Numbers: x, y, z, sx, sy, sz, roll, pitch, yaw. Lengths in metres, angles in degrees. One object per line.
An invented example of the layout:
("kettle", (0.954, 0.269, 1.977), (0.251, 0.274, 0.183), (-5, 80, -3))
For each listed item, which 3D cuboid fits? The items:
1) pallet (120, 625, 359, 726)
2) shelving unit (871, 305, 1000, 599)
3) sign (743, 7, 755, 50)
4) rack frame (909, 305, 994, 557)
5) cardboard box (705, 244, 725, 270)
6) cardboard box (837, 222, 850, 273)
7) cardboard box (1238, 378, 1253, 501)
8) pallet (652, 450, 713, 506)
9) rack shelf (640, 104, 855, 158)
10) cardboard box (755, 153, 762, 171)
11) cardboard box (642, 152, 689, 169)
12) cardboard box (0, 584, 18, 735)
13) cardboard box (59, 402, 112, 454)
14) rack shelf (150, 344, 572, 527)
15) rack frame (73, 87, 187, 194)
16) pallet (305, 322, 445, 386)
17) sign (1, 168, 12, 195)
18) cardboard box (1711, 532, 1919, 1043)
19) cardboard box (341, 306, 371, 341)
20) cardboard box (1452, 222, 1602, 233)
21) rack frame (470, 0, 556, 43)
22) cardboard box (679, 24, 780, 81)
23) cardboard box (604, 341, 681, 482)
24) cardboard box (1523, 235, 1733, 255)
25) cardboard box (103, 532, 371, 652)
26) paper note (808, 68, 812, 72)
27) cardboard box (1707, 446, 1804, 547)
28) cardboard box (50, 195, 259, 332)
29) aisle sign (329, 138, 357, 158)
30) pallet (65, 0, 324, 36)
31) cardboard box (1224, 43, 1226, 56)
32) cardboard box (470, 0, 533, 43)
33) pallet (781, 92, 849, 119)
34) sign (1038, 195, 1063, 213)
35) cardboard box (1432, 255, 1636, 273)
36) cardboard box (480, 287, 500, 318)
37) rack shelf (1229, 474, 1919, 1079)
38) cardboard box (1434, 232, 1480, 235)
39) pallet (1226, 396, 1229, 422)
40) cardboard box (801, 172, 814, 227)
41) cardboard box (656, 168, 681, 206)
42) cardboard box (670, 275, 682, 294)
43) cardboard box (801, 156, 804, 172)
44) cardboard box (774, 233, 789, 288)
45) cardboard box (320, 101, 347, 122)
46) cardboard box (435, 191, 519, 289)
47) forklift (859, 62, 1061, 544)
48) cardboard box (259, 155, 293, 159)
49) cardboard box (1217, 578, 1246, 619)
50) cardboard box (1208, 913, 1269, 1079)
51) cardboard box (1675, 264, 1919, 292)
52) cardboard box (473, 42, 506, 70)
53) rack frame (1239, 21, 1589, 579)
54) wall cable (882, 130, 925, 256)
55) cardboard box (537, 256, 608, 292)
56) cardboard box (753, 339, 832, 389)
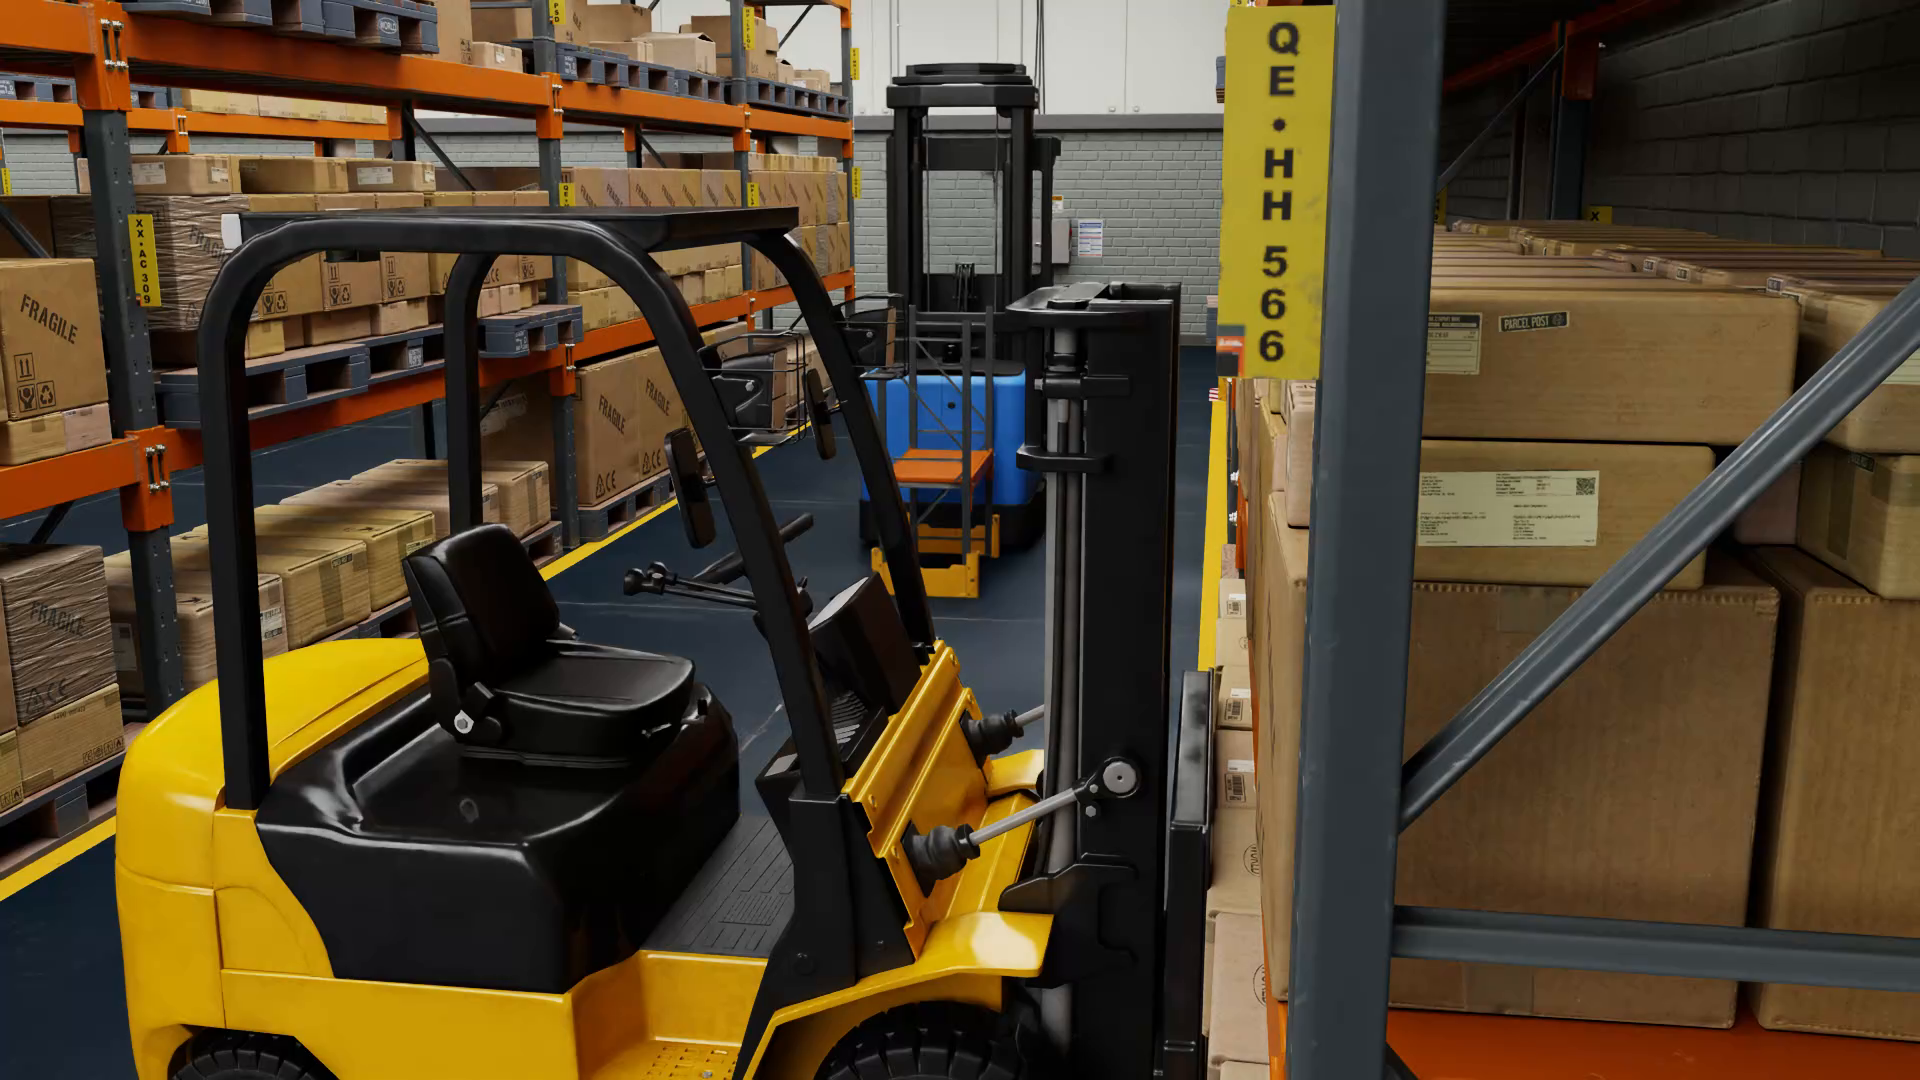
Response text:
("pallet", (-3.354, 0.604, 7.189), (1.003, 0.211, 1.213), (2, 12, 9))
("shelving unit", (-0.121, -0.535, 9.418), (0.587, 1.500, 1.083), (2, 12, 8))
("sign", (-1.704, -4.120, 13.394), (0.100, 0.325, 0.005), (2, 12, 9))
("rack frame", (-0.053, -0.640, 9.901), (0.500, 1.500, 0.032), (2, 12, 8))
("cardboard box", (-2.139, -2.229, 12.887), (0.500, 0.250, 0.500), (2, 12, 10))
("cardboard box", (-1.439, -3.035, 17.218), (0.500, 0.500, 0.500), (2, 12, 9))
("cardboard box", (1.107, -0.402, 5.000), (0.500, 0.500, 0.500), (2, 12, 7))
("pallet", (-2.471, -0.481, 12.225), (1.003, 0.211, 1.213), (2, 12, 9))
("rack shelf", (-1.934, -3.793, 15.562), (1.077, 0.370, 4.000), (2, 12, 9))
("cardboard box", (-1.913, -3.228, 14.202), (0.380, 0.149, 0.250), (2, 12, 9))
("cardboard box", (-2.509, -3.191, 14.031), (0.380, 0.149, 0.250), (2, 12, 7))
("cardboard box", (-3.374, 0.413, 5.206), (0.500, 0.500, 0.500), (2, 12, 10))
("cardboard box", (-3.220, -0.397, 5.813), (0.380, 0.149, 0.250), (2, 12, 8))
("rack shelf", (-3.164, -0.661, 8.150), (1.077, 0.370, 4.000), (2, 12, 9))
("rack frame", (-7.148, -2.402, 14.517), (1.000, 3.000, 0.127), (2, 12, 9))
("pallet", (-3.121, -0.922, 8.108), (1.003, 0.211, 1.213), (2, 12, 9))
("sign", (-10.885, -4.077, 18.982), (0.100, 0.325, 0.005), (2, 12, 9))
("cardboard box", (1.169, 0.253, 1.963), (0.500, 0.500, 0.500), (2, 12, 10))
("cardboard box", (-2.939, -1.001, 7.617), (0.380, 0.149, 0.250), (2, 12, 9))
("cardboard box", (1.603, -0.821, 4.700), (0.380, 0.149, 0.250), (2, 12, 7))
("rack frame", (-2.857, -4.362, 9.374), (1.000, 3.000, 0.127), (2, 12, 9))
("cardboard box", (-2.066, -4.315, 14.796), (0.797, 0.503, 0.637), (3, 12, 13))
("cardboard box", (-2.527, -0.923, 11.702), (0.875, 0.875, 0.875), (2, 12, 9))
("cardboard box", (1.384, -0.555, 3.464), (0.380, 0.149, 0.250), (2, 12, 10))
("cardboard box", (-3.287, 0.223, 7.577), (0.950, 0.372, 0.625), (3, 12, 12))
("paper note", (-1.374, -4.312, 15.257), (0.006, 0.032, 0.123), (2, 12, 9))
("cardboard box", (1.102, -0.086, 1.994), (0.380, 0.149, 0.250), (2, 12, 9))
("cardboard box", (-3.117, -1.085, 6.466), (0.500, 0.500, 0.500), (2, 12, 10))
("aisle sign", (-6.818, -4.530, 18.222), (0.394, 0.787, 0.004), (2, 12, 9))
("pallet", (-3.272, -2.096, 6.427), (1.213, 0.211, 1.003), (2, 12, 9))
("cardboard box", (2.150, -3.598, 12.310), (0.380, 0.149, 0.250), (2, 12, 9))
("cardboard box", (-2.948, -3.235, 10.022), (0.797, 0.503, 0.637), (1, 12, 5))
("pallet", (-1.730, -4.363, 16.709), (1.003, 0.211, 1.213), (2, 12, 9))
("sign", (1.248, -4.620, 22.849), (0.339, 0.242, 0.001), (2, 12, 9))
("cardboard box", (0.797, -0.354, 2.533), (0.380, 0.149, 0.250), (2, 12, 9))
("cardboard box", (-2.686, -1.272, 8.875), (0.380, 0.149, 0.250), (1, 12, 6))
("rack shelf", (1.126, 0.331, 3.544), (1.077, 0.370, 4.000), (2, 12, 9))
("cardboard box", (0.971, -0.621, 3.770), (0.380, 0.149, 0.250), (2, 12, 8))
("pallet", (2.955, -1.136, 15.266), (1.003, 0.211, 1.213), (2, 12, 9))
("cardboard box", (-1.675, -3.207, 15.645), (0.500, 0.500, 0.500), (2, 12, 8))
("cardboard box", (-2.297, -2.378, 11.795), (0.500, 0.500, 0.500), (2, 12, 10))
("cardboard box", (-2.313, -1.769, 11.939), (0.500, 0.250, 0.500), (2, 12, 9))
("cardboard box", (-1.685, -3.547, 15.681), (0.380, 0.149, 0.250), (2, 12, 10))
("cardboard box", (-1.829, -2.505, 14.759), (0.500, 0.500, 0.500), (2, 12, 9))
("cardboard box", (-6.502, -4.315, 16.630), (0.500, 0.250, 0.500), (2, 12, 11))
("cardboard box", (-2.721, -1.617, 8.938), (0.500, 0.500, 0.500), (2, 12, 8))
("forklift", (0.095, -1.666, 11.268), (1.130, 2.935, 3.031), (2, 12, 8))
("cardboard box", (-6.665, -3.383, 15.754), (0.500, 0.500, 0.500), (2, 12, 10))
("cardboard box", (1.049, 0.304, 5.120), (0.500, 0.250, 0.500), (2, 12, 8))
("cardboard box", (0.653, 0.834, 2.662), (0.500, 0.250, 0.500), (2, 12, 10))
("cardboard box", (1.181, -0.287, 2.223), (0.380, 0.149, 0.250), (2, 12, 10))
("cardboard box", (-2.728, -2.649, 9.140), (0.380, 0.149, 0.250), (2, 12, 9))
("rack frame", (1.433, -0.437, 5.400), (1.000, 3.000, 0.127), (2, 12, 9))
("wall cable", (-0.782, -4.781, 23.074), (0.585, 1.953, 0.123), (2, 12, 9))
("cardboard box", (-2.535, -1.698, 10.422), (0.500, 0.250, 0.500), (2, 12, 8))
("cardboard box", (-1.762, -1.716, 16.422), (0.875, 0.438, 0.875), (2, 12, 10))
